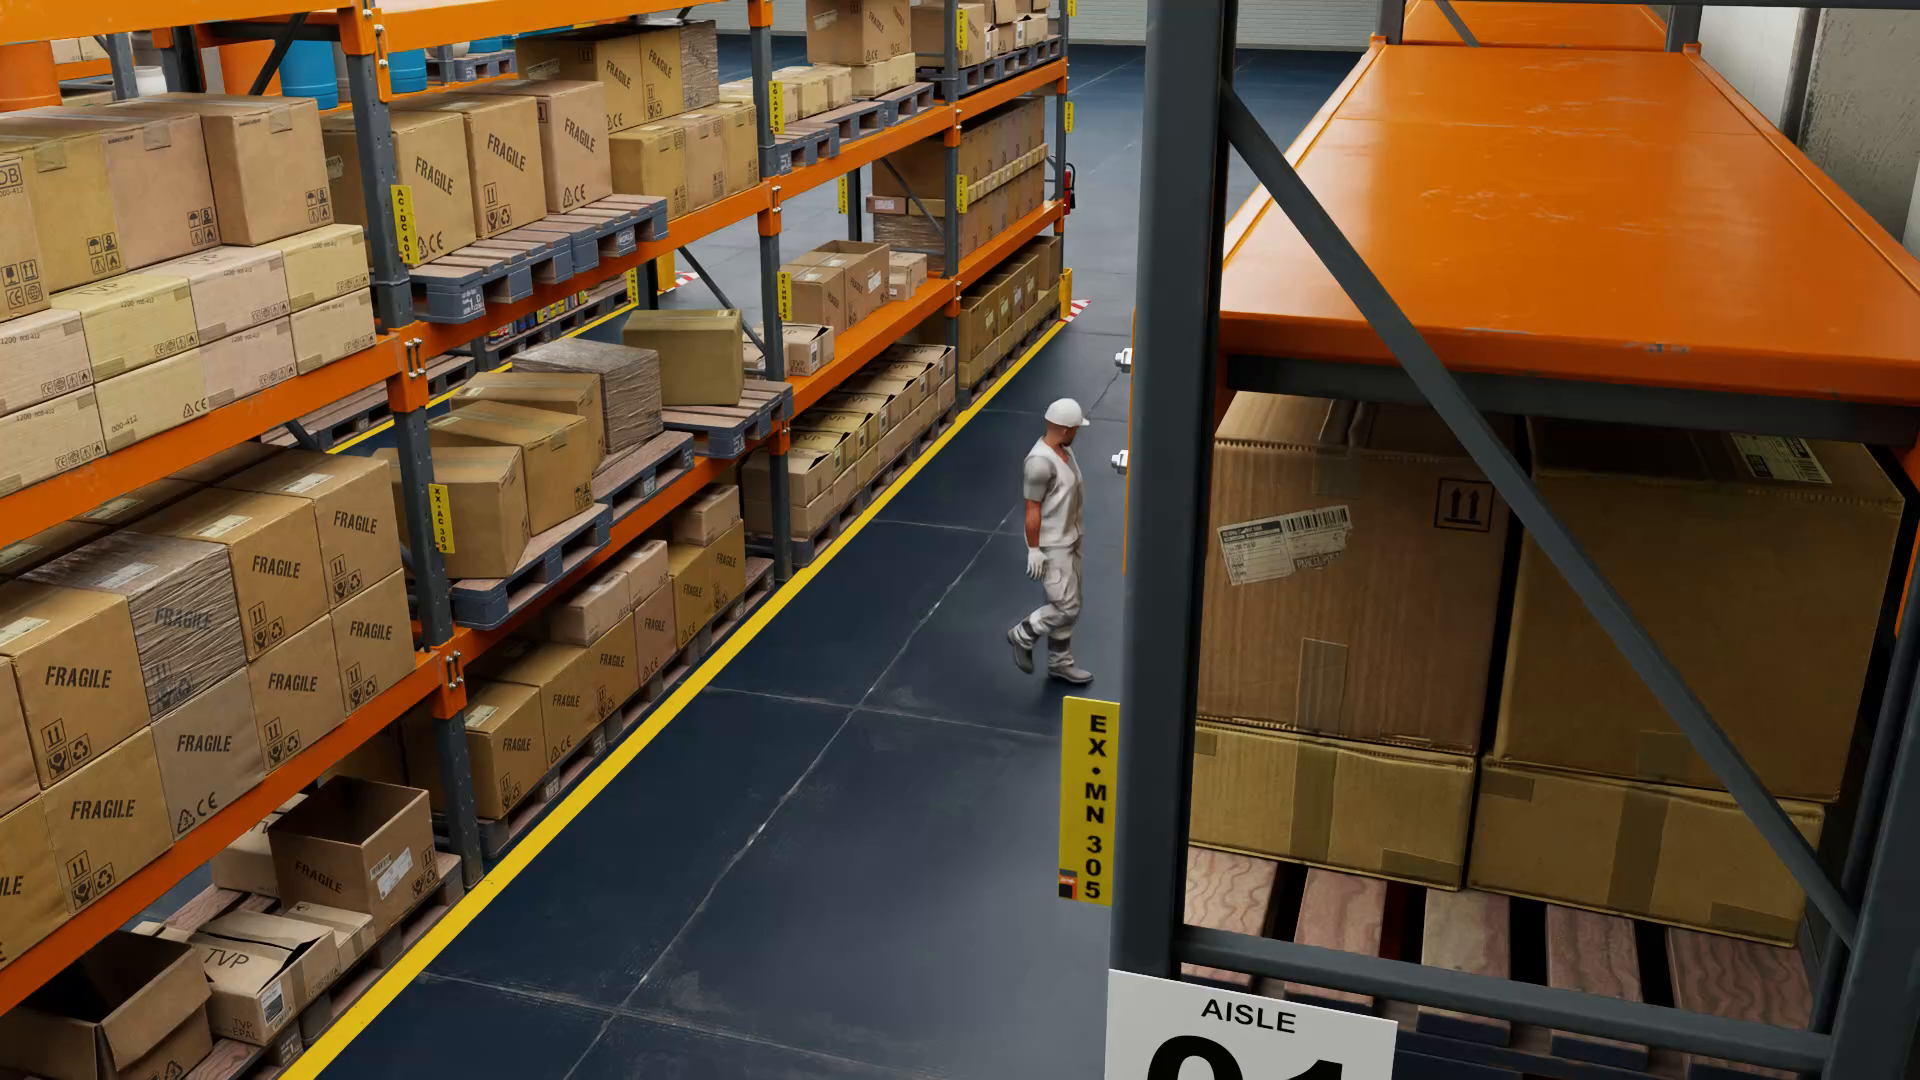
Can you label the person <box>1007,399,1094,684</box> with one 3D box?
[{"bbox_3d":[0.565,0.019,9.955,0.529,1.782,0.575,10,24,23],"label":"person"}]
